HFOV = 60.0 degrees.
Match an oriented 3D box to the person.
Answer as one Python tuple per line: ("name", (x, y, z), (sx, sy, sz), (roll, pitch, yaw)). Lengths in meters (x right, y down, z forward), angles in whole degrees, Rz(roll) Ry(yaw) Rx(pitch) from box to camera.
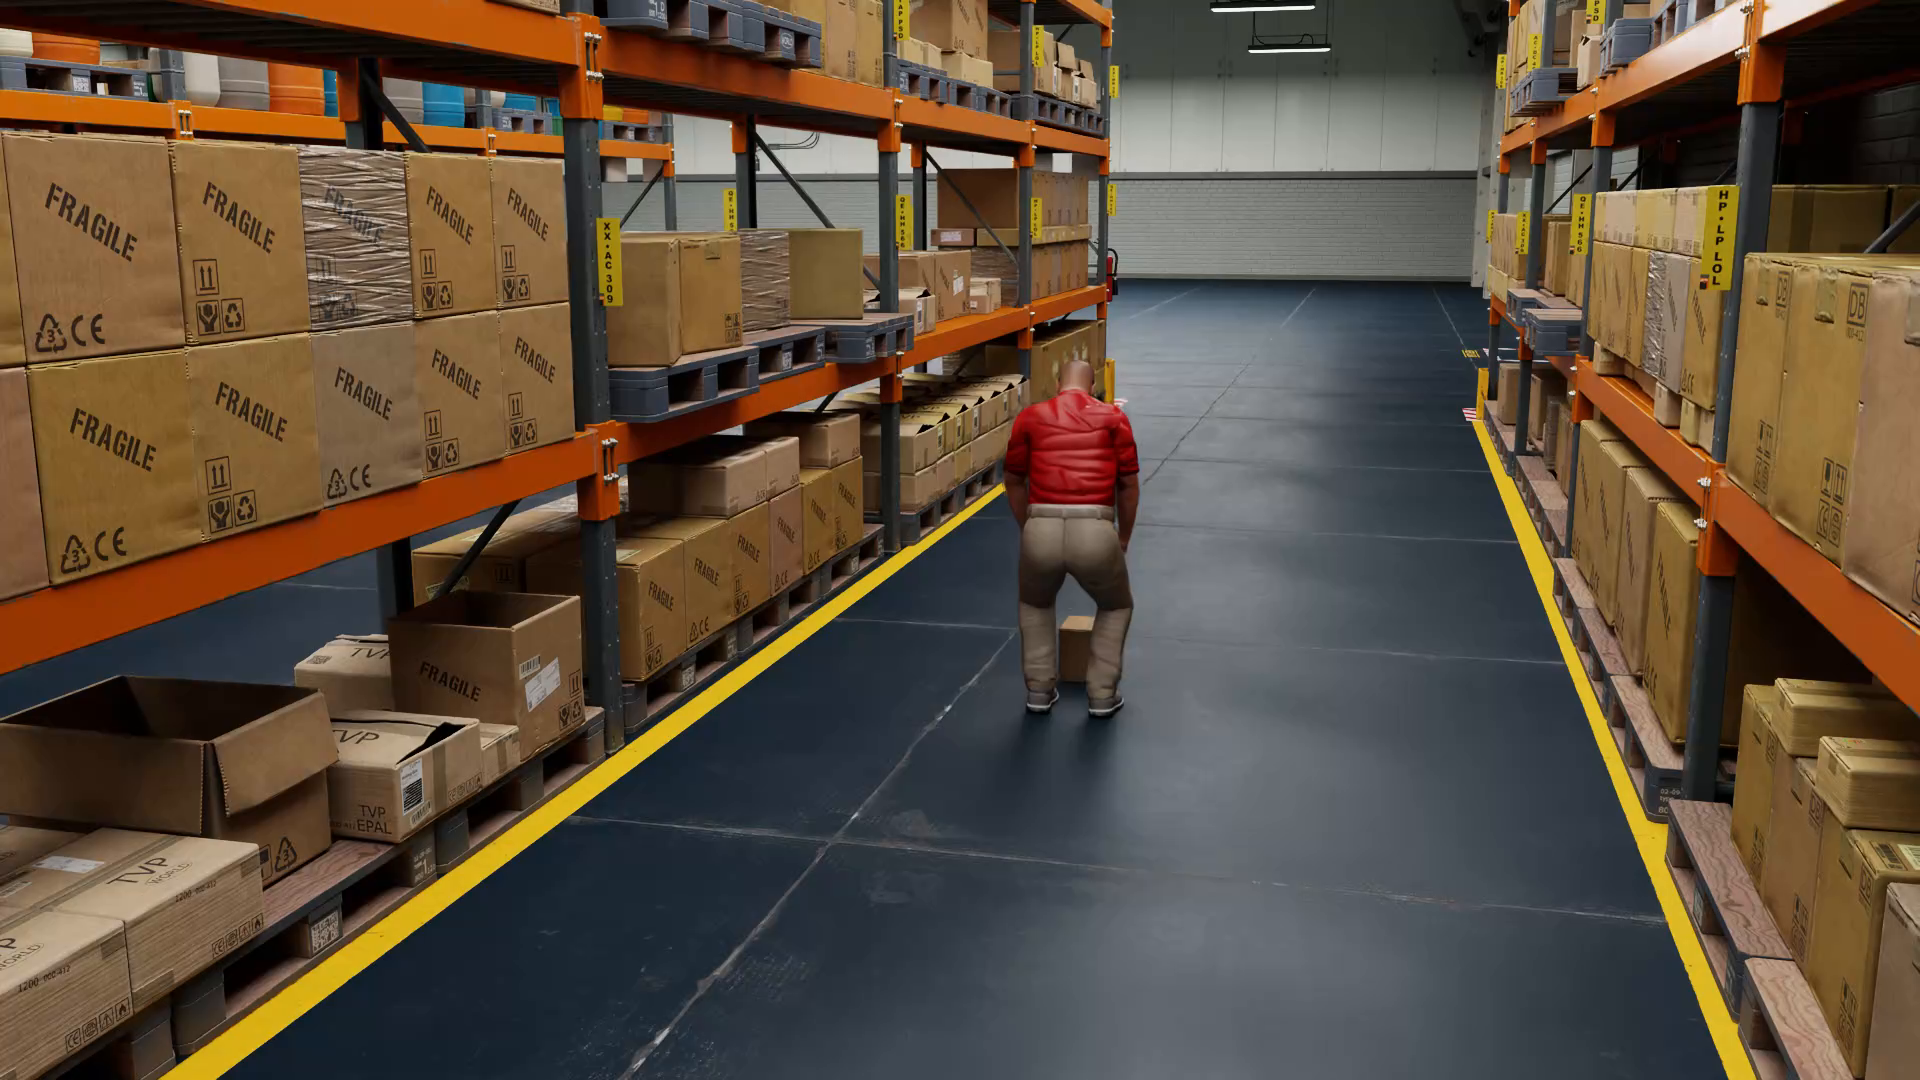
("person", (0.461, -0.008, 7.148), (0.587, 1.494, 0.644), (3, 12, 14))
